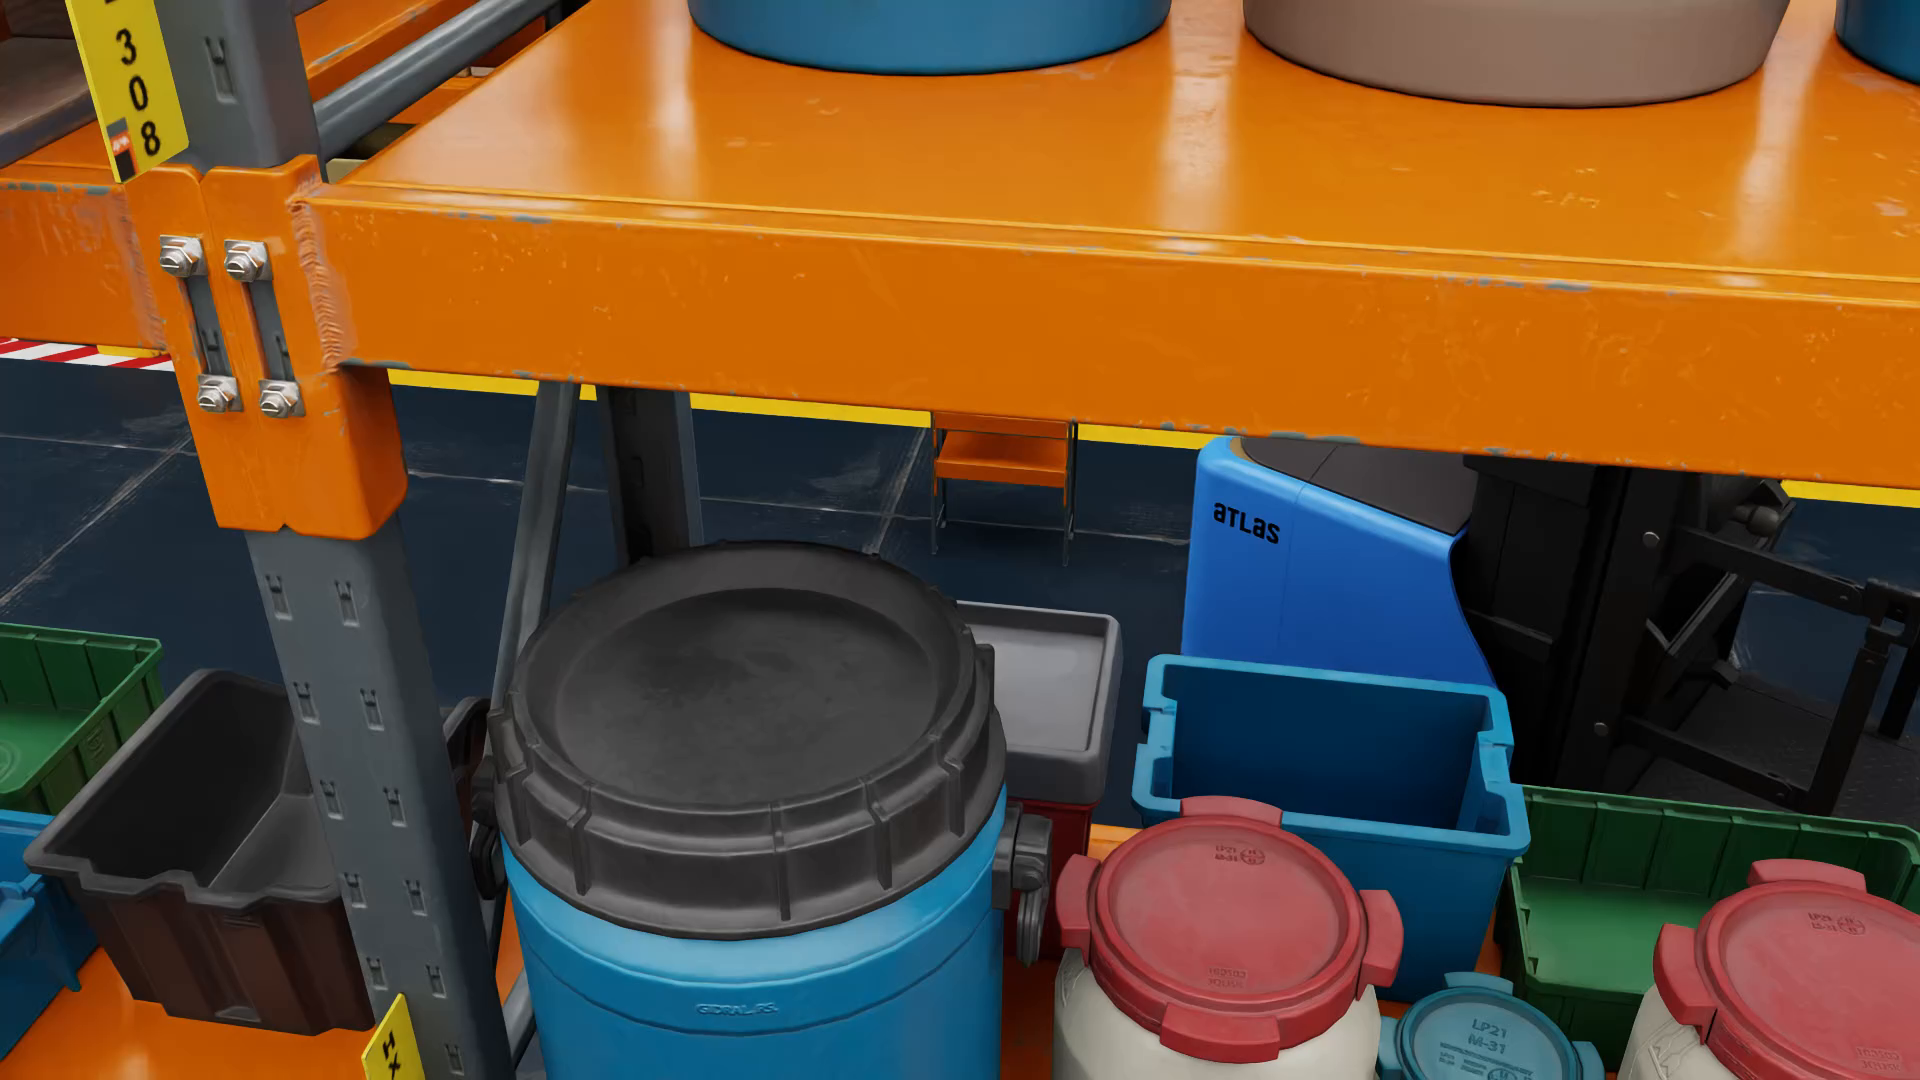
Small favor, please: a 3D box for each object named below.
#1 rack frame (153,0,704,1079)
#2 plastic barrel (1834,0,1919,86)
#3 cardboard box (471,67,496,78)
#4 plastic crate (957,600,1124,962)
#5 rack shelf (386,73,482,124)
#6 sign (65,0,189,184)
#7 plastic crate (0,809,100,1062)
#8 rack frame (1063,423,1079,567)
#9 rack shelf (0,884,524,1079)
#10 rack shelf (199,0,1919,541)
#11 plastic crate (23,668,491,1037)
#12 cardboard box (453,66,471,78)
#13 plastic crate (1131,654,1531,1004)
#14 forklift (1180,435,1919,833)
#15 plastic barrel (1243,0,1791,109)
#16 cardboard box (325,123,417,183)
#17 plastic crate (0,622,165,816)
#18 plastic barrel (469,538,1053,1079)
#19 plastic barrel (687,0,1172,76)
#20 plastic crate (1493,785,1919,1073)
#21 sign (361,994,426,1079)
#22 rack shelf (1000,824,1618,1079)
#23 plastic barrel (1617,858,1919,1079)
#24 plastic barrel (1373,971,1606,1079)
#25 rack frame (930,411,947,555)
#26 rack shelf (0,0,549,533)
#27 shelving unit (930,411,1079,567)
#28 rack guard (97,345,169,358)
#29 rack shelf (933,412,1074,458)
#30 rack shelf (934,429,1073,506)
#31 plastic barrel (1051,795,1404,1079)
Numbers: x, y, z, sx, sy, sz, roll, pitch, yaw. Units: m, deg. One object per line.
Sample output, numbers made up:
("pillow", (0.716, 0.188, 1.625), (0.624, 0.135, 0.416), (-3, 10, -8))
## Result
("rack frame", (-0.574, 0.537, 2.564), (0.053, 2.616, 0.949), (5, 32, 8))
("plastic barrel", (1.254, -0.900, 1.560), (0.708, 0.901, 0.600), (5, 32, 8))
("cardboard box", (-1.695, -2.269, 6.953), (0.500, 0.500, 0.700), (6, 33, 10))
("plastic crate", (-0.045, 0.392, 2.737), (0.583, 0.464, 0.402), (5, 32, 8))
("rack shelf", (-1.708, -1.928, 7.181), (4.000, 0.370, 1.077), (5, 32, 8))
("sign", (-0.677, -0.453, 1.311), (0.005, 0.325, 0.100), (5, 32, 8))
("plastic crate", (-1.710, 0.642, 2.537), (0.616, 0.251, 0.499), (5, 32, 8))
("rack frame", (0.404, -0.472, 5.873), (0.015, 1.200, 0.240), (5, 32, 8))
("rack shelf", (-2.545, 0.662, 3.043), (4.000, 0.370, 1.077), (5, 32, 8))
("rack shelf", (1.398, -0.252, 1.677), (4.000, 0.370, 1.077), (5, 32, 8))
("plastic crate", (-1.068, 0.449, 2.764), (0.504, 0.338, 0.767), (5, 32, 8))
("cardboard box", (-2.214, -2.314, 7.025), (0.500, 0.500, 0.700), (5, 32, 9))
("plastic crate", (0.566, 0.478, 2.674), (0.575, 0.384, 0.392), (5, 32, 8))
("forklift", (2.103, -0.279, 3.933), (3.031, 2.935, 1.130), (24, 39, 33))
("plastic barrel", (0.609, -0.958, 1.654), (0.600, 0.901, 0.600), (0, 32, 0))
("cardboard box", (-2.695, -1.534, 7.363), (0.500, 0.500, 0.500), (5, 32, 8))
("plastic crate", (-1.864, 0.357, 3.053), (0.662, 0.188, 0.450), (5, 32, 8))
("plastic barrel", (-0.244, 0.516, 2.126), (0.708, 0.901, 0.600), (5, 32, 8))
("plastic barrel", (-0.036, -1.016, 1.747), (0.708, 0.901, 0.600), (5, 32, 8))
("plastic crate", (1.191, 0.633, 2.611), (0.662, 0.188, 0.450), (5, 32, 8))
("sign", (-0.677, 0.705, 2.036), (0.005, 0.325, 0.100), (5, 32, 8))
("rack shelf", (1.398, 1.019, 2.473), (4.000, 0.370, 1.077), (5, 32, 8))
("plastic barrel", (1.056, 0.744, 2.107), (0.433, 0.535, 0.433), (0, 32, 0))
("plastic barrel", (0.705, 0.793, 2.287), (0.301, 0.262, 0.301), (0, 32, 0))
("rack frame", (-0.077, -0.516, 5.943), (0.015, 1.200, 0.240), (5, 32, 8))
("rack shelf", (-2.545, -0.609, 2.247), (4.000, 0.370, 1.077), (5, 32, 8))
("shelving unit", (0.163, -0.494, 5.908), (0.503, 1.200, 0.258), (5, 32, 8))
("rack guard", (-3.703, -1.354, 7.942), (0.348, 0.500, 1.175), (5, 32, 8))
("rack shelf", (0.163, -0.437, 5.944), (0.480, 0.148, 0.258), (5, 32, 8))
("rack shelf", (0.163, -0.268, 6.049), (0.480, 0.148, 0.258), (5, 32, 8))
("plastic barrel", (0.333, 0.678, 2.211), (0.433, 0.535, 0.433), (0, 32, 0))
